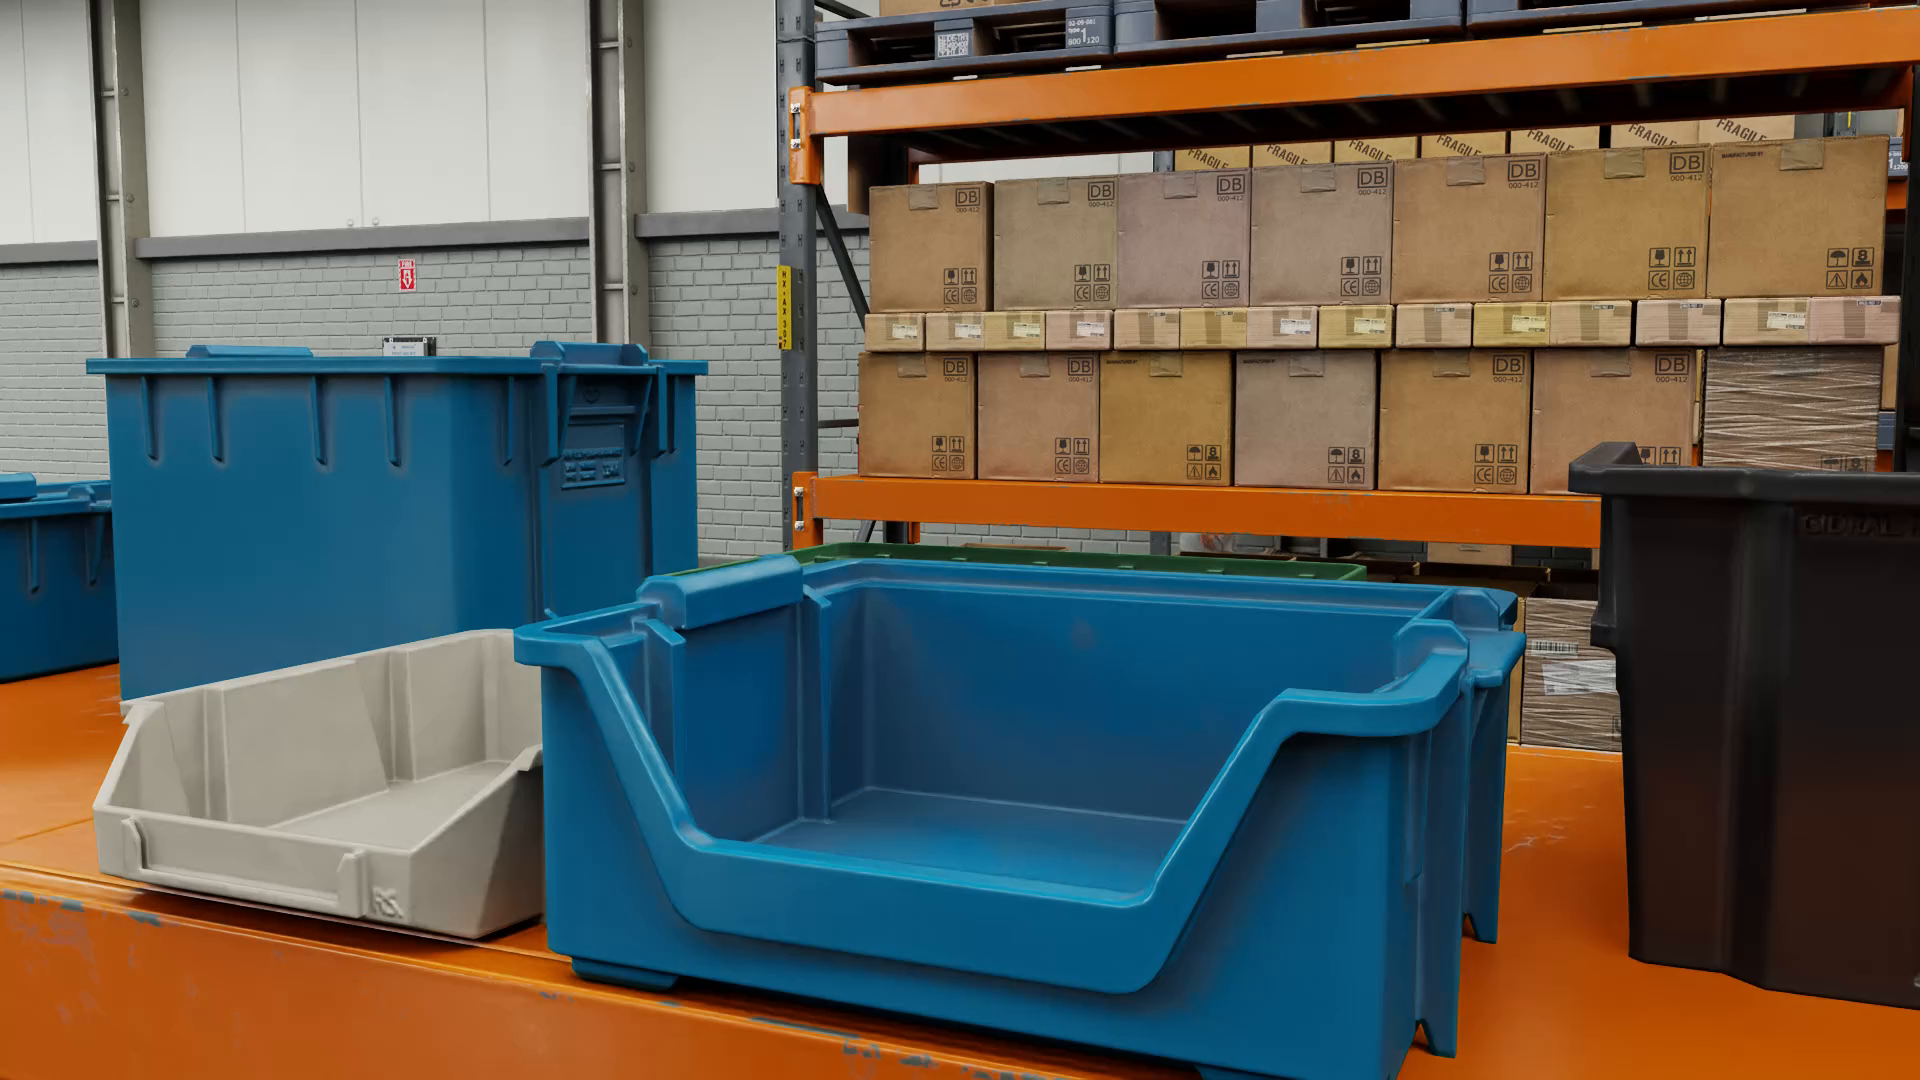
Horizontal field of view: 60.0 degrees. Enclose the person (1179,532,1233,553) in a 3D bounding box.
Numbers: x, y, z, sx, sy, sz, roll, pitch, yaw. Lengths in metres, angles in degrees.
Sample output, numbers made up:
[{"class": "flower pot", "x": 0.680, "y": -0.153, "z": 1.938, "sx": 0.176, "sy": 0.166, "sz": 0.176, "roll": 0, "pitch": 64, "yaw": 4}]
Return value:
[{"class": "person", "x": 1.481, "y": -0.150, "z": 9.896, "sx": 0.397, "sy": 1.774, "sz": 0.643, "roll": 3, "pitch": 6, "yaw": 25}]
